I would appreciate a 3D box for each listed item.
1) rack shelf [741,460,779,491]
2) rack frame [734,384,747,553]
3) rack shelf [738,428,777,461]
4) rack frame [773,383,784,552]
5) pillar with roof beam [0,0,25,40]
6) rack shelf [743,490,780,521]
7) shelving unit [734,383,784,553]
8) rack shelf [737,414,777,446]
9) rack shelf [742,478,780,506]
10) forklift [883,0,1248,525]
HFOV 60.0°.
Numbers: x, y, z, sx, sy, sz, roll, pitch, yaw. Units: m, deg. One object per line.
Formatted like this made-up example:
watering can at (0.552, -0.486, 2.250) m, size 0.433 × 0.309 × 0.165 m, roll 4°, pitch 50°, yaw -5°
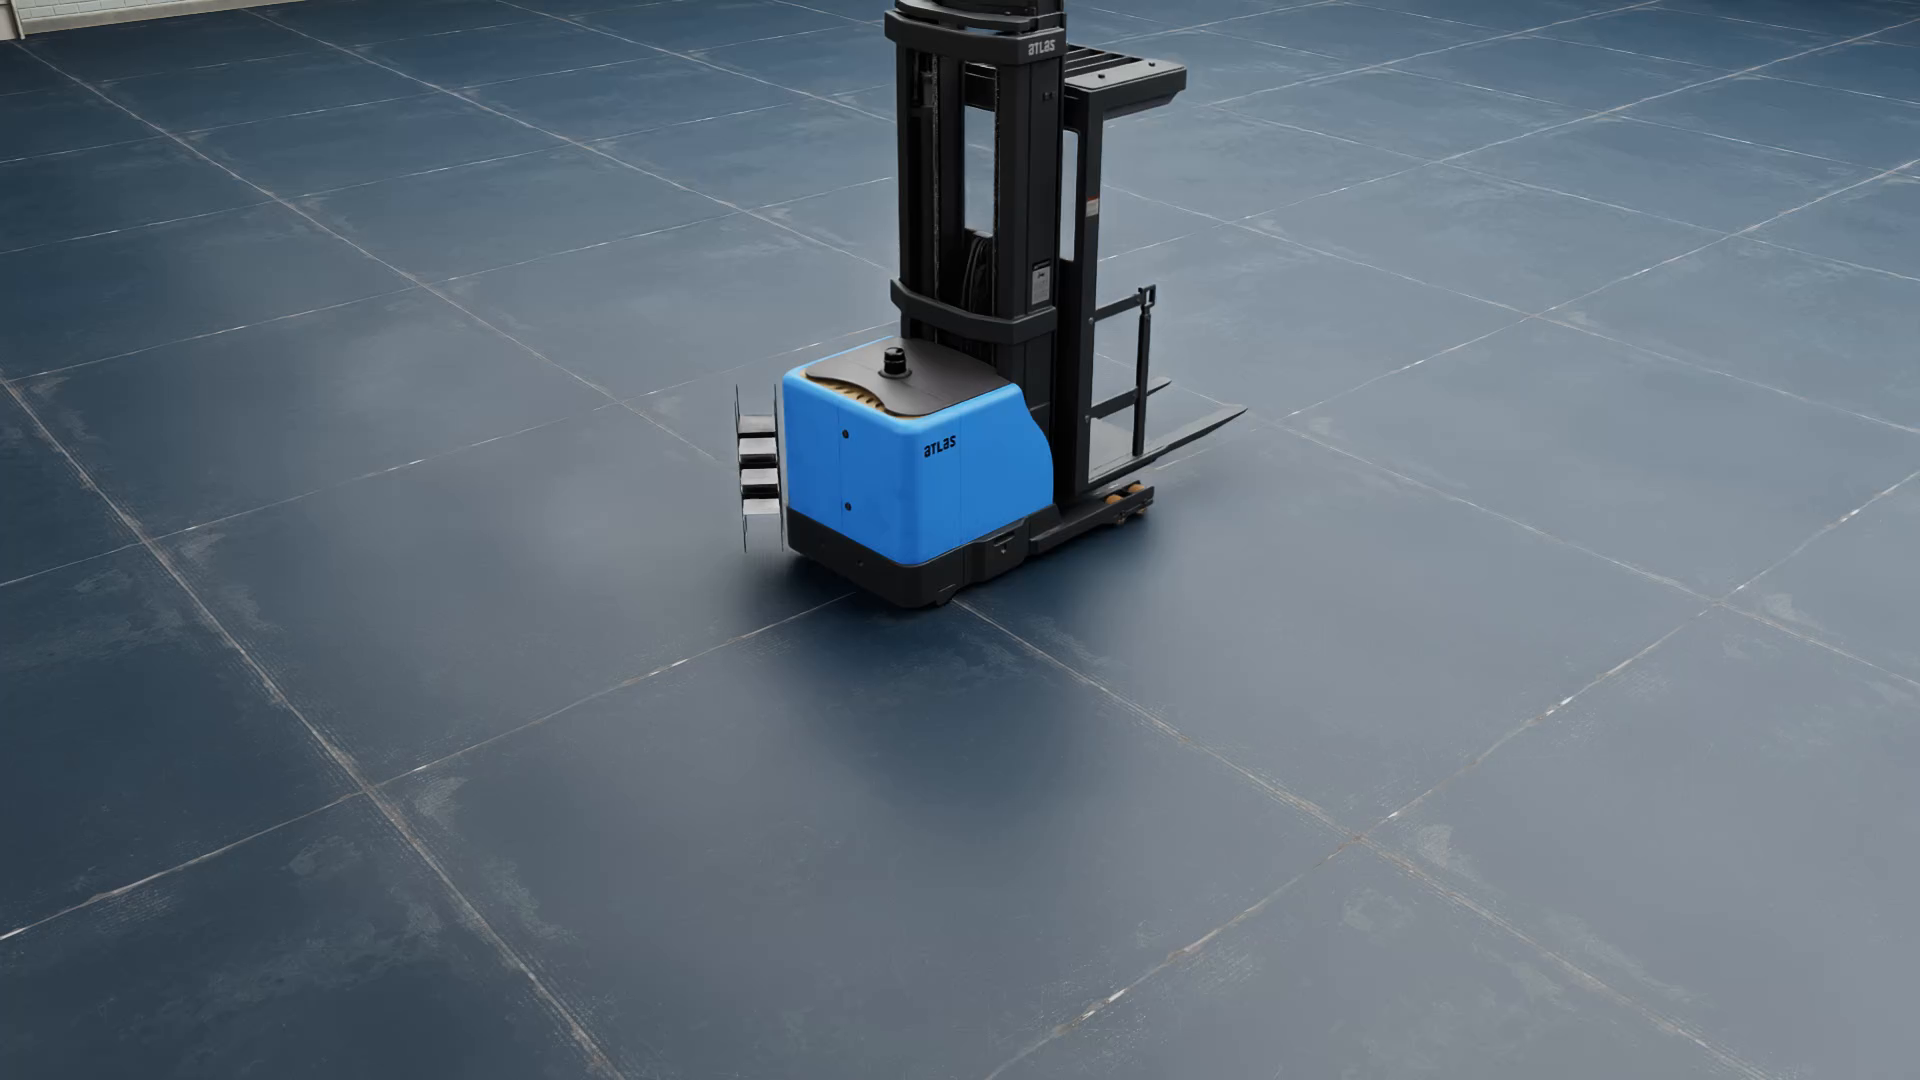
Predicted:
rack shelf at (-1.085, -0.357, 9.033) m, size 0.200 × 0.077 × 0.258 m, roll -2°, pitch 28°, yaw -4°
rack frame at (-1.186, -0.382, 9.011) m, size 0.006 × 0.900 × 0.240 m, roll -2°, pitch 28°, yaw -4°
rack shelf at (-1.085, -0.515, 8.949) m, size 0.200 × 0.077 × 0.258 m, roll -2°, pitch 28°, yaw -4°
rack frame at (-0.983, -0.390, 9.025) m, size 0.006 × 0.900 × 0.240 m, roll -2°, pitch 28°, yaw -4°
pillar with roof beam at (-9.389, -8.824, 16.214) m, size 0.400 × 9.000 × 9.100 m, roll -22°, pitch 35°, yaw -35°
rack shelf at (-1.085, -0.198, 9.118) m, size 0.200 × 0.077 × 0.258 m, roll -2°, pitch 28°, yaw -4°
shelving unit at (-1.085, -0.386, 9.018) m, size 0.210 × 0.900 × 0.258 m, roll -2°, pitch 28°, yaw -4°
rack shelf at (-1.085, -0.595, 8.906) m, size 0.200 × 0.077 × 0.258 m, roll -2°, pitch 28°, yaw -4°
rack shelf at (-1.085, -0.277, 9.076) m, size 0.200 × 0.077 × 0.258 m, roll -2°, pitch 28°, yaw -4°
forklift at (0.505, -1.523, 9.058) m, size 2.937 × 2.867 × 1.118 m, roll -25°, pitch 37°, yaw -38°
